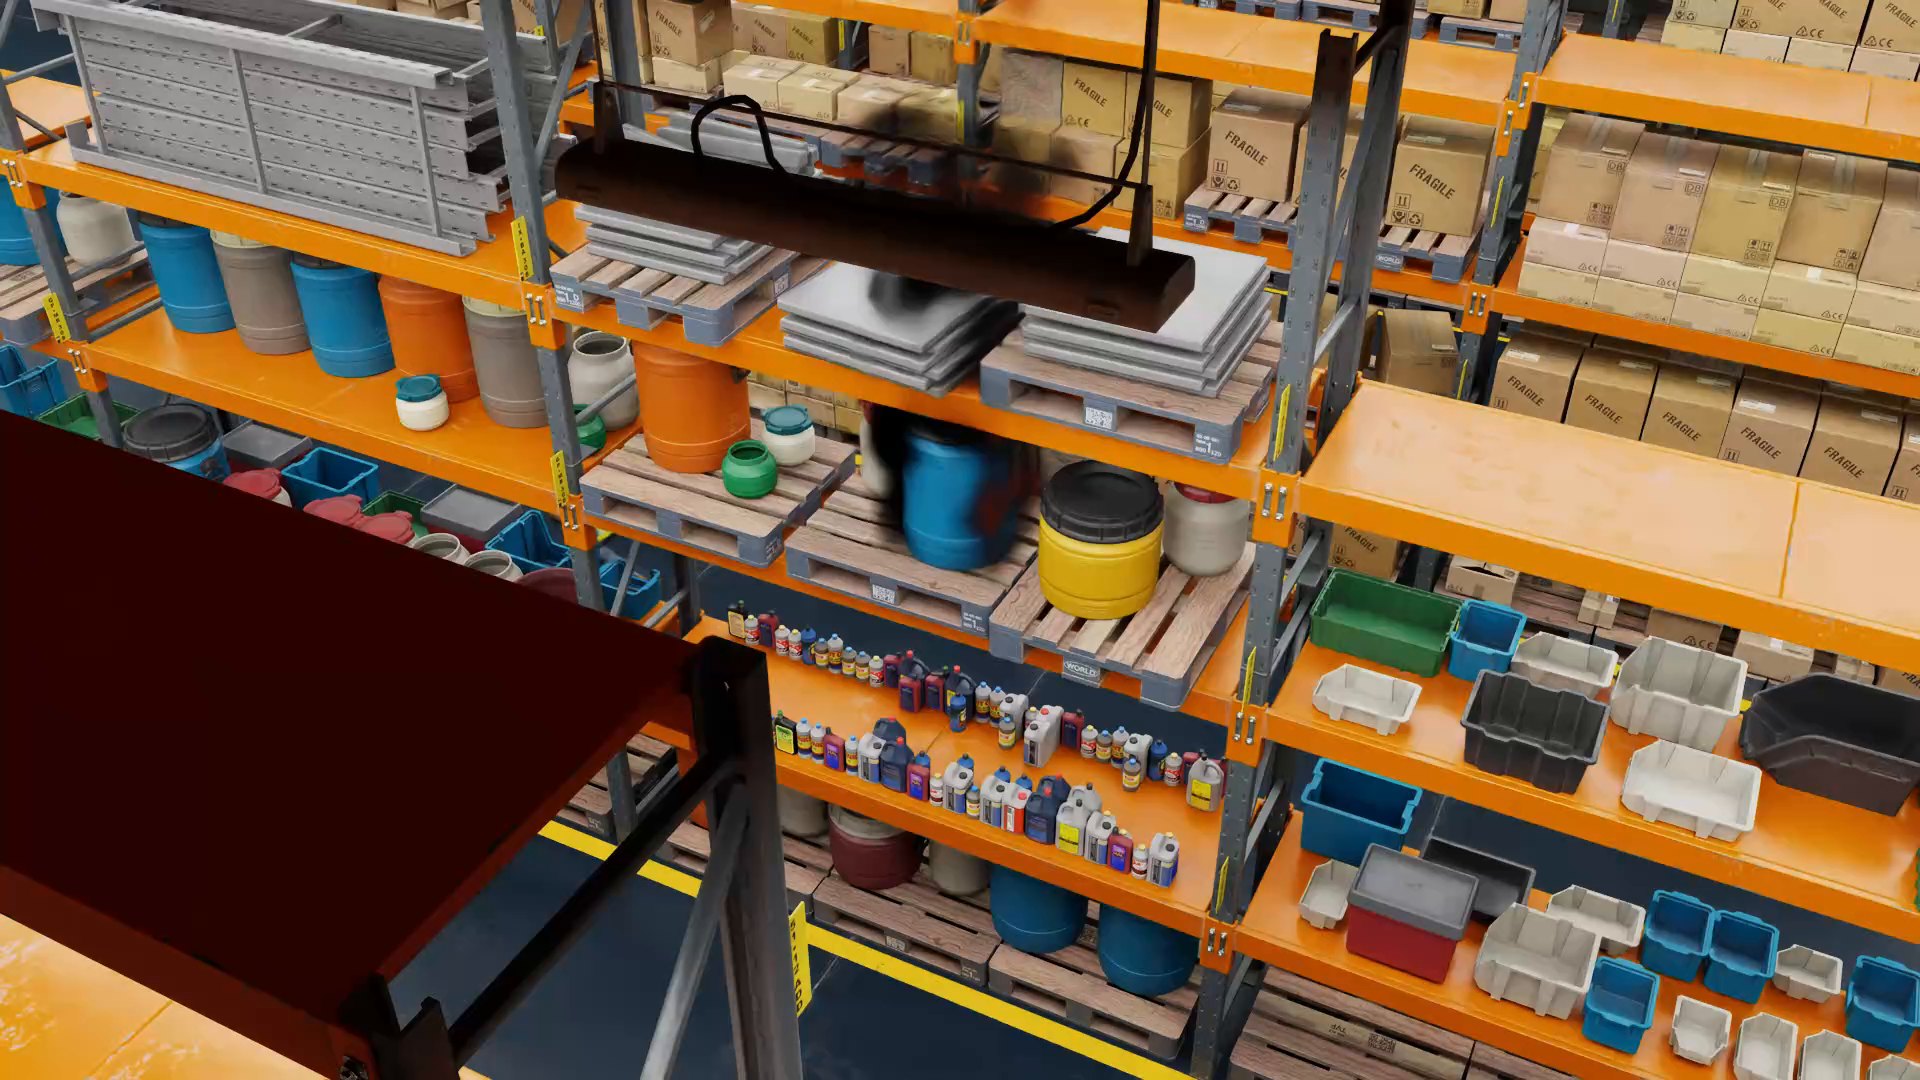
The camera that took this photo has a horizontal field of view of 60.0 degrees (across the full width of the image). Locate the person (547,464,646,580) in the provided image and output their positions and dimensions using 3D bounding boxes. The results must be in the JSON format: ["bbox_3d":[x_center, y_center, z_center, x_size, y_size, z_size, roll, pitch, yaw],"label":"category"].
[{"bbox_3d":[-2.756,-0.106,12.530,0.594,1.726,0.730,18,39,24],"label":"person"}]
